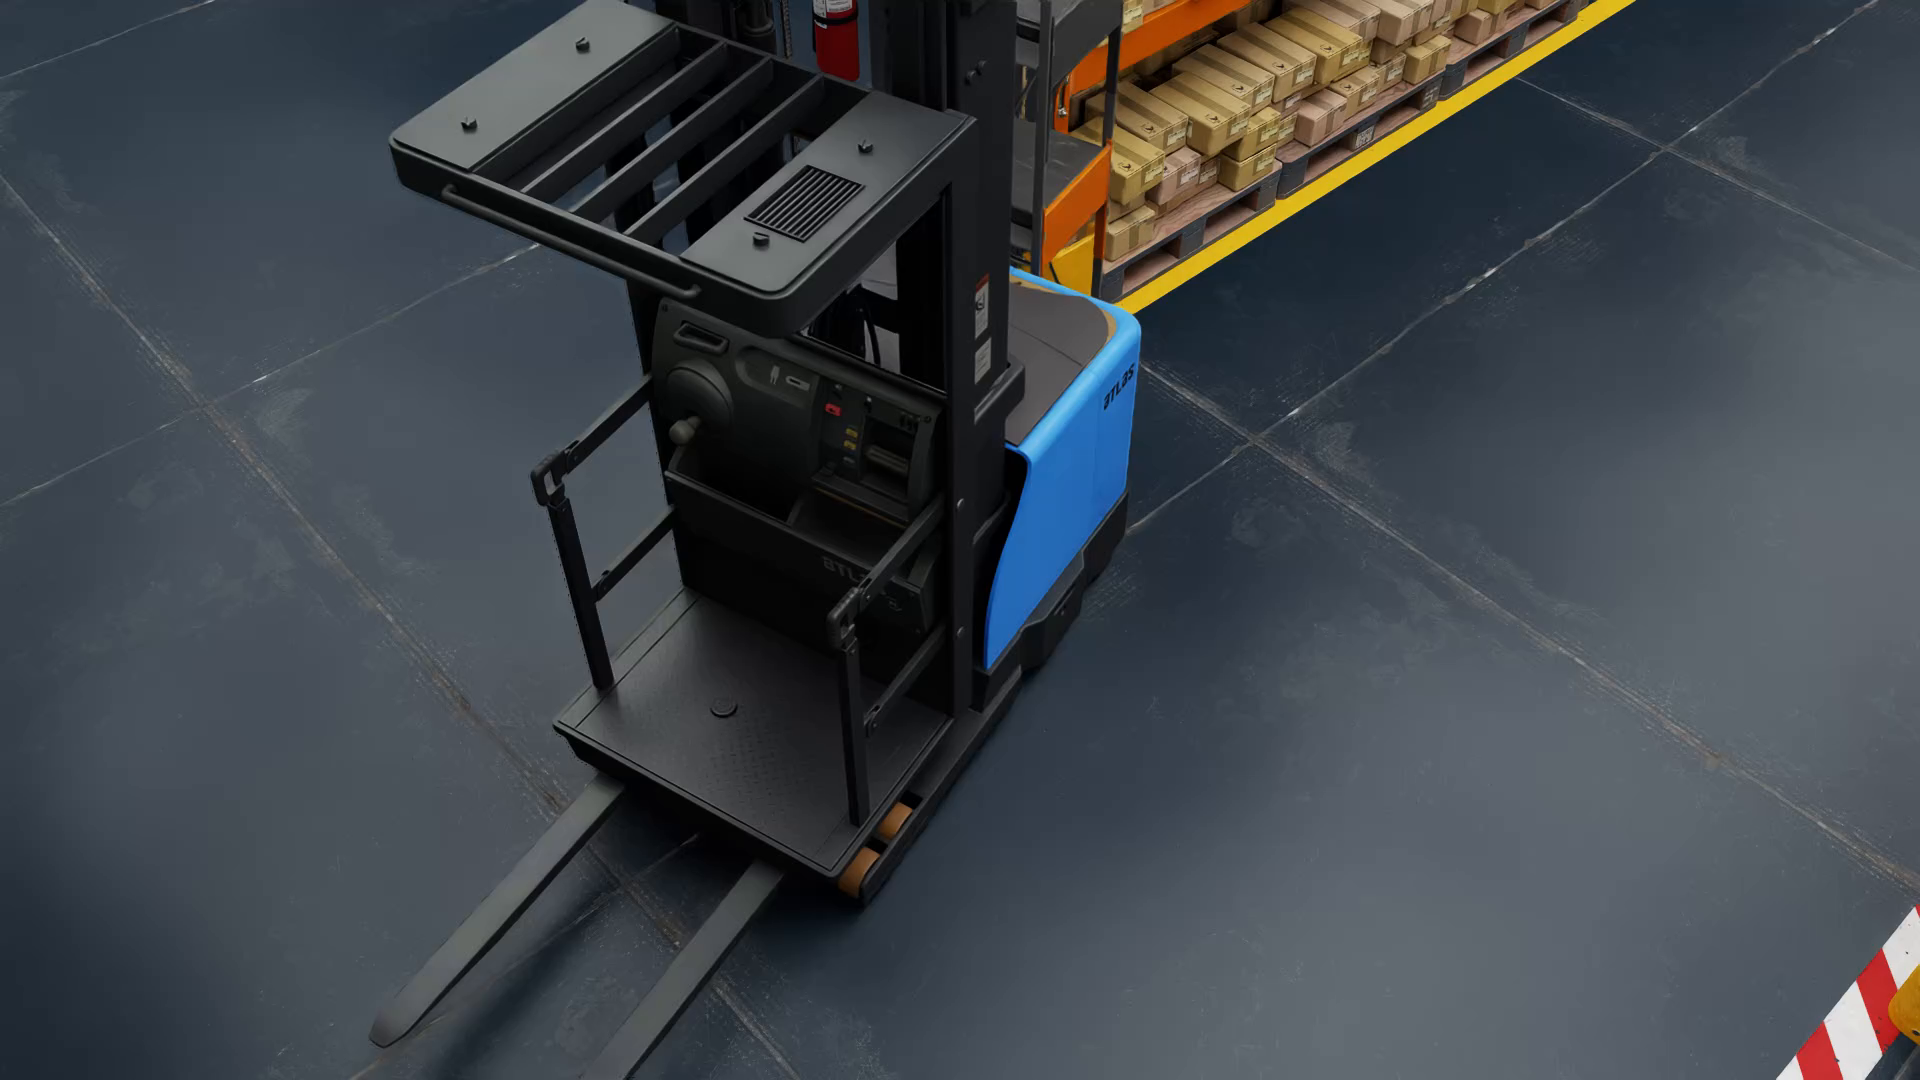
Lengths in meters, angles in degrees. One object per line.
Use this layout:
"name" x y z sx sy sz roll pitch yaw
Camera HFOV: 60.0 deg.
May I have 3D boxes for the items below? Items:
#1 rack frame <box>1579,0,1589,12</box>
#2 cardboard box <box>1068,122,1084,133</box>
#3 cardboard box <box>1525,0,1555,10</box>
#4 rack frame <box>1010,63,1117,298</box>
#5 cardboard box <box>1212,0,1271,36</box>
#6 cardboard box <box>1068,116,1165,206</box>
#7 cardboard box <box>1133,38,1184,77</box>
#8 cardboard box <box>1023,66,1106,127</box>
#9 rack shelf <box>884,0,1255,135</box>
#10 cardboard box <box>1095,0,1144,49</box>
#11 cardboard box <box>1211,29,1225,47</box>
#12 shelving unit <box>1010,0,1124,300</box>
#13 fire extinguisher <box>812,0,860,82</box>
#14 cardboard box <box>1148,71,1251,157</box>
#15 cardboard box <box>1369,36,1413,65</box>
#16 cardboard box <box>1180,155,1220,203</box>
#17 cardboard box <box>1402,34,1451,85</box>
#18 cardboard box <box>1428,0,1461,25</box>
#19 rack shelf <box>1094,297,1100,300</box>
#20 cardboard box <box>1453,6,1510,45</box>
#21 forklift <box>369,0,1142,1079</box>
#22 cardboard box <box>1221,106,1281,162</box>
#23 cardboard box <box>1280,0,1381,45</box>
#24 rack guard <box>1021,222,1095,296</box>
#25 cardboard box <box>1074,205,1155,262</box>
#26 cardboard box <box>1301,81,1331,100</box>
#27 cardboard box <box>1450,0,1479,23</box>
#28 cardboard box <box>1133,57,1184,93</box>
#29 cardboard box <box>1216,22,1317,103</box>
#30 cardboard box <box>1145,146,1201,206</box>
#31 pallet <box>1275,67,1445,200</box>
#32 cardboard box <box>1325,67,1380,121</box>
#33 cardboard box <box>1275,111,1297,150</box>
"rack frame" 2.969 -4.105 7.997 0.127 3.000 1.000 -34 56 -27
"cardboard box" 0.438 -1.920 7.432 0.250 0.149 0.380 -35 56 -28
"cardboard box" 2.908 -2.902 8.541 0.250 0.149 0.380 -33 55 -27
"rack frame" 0.358 -1.307 6.027 0.400 2.100 0.015 24 52 21
"cardboard box" 1.227 -2.521 7.785 0.250 0.149 0.380 -36 57 -28
"cardboard box" 0.626 -1.579 6.916 0.250 0.149 0.380 -36 57 -29
"cardboard box" 0.796 -2.288 7.570 0.250 0.149 0.380 -36 57 -28
"cardboard box" 0.455 -1.998 7.301 0.250 0.149 0.380 -33 55 -26
"rack shelf" 1.489 -2.873 7.349 4.000 0.370 1.077 -34 56 -27
"cardboard box" 0.470 -2.024 6.248 0.250 0.149 0.380 -34 56 -27
"cardboard box" 1.168 -2.458 7.929 0.250 0.149 0.380 -31 55 -25
"shelving unit" 0.231 -1.154 5.886 0.431 2.100 0.503 24 52 21
"fire extinguisher" -0.487 -2.101 6.454 0.183 0.674 0.296 -34 56 -27
"cardboard box" 1.022 -1.836 7.152 0.250 0.149 0.380 -34 56 -27
"cardboard box" 1.933 -2.442 7.914 0.380 0.149 0.250 36 57 29
"cardboard box" 0.930 -1.689 7.421 0.250 0.149 0.380 -33 55 -27
"cardboard box" 2.143 -2.390 8.068 0.250 0.149 0.380 -34 56 -27
"cardboard box" 2.157 -2.620 7.876 0.380 0.149 0.250 36 57 29
"rack shelf" 0.230 -0.670 6.410 0.431 0.518 0.480 24 52 21
"cardboard box" 2.508 -2.653 8.311 0.250 0.149 0.380 -36 57 -28
"forklift" -0.583 -0.268 4.503 1.130 2.935 3.031 24 52 21
"cardboard box" 1.195 -1.865 7.382 0.250 0.149 0.380 -32 55 -26
"cardboard box" 1.708 -2.417 7.689 0.250 0.149 0.380 -34 56 -27
"rack guard" 0.066 -1.318 7.126 0.348 0.500 1.175 -34 56 -27
"cardboard box" 0.613 -1.388 7.144 0.250 0.149 0.380 -33 55 -26
"cardboard box" 1.500 -2.205 7.695 0.250 0.149 0.380 -31 54 -25
"cardboard box" 2.320 -2.700 8.152 0.250 0.149 0.380 -33 55 -27
"cardboard box" 0.860 -2.155 7.649 0.250 0.149 0.380 -34 56 -28
"cardboard box" 1.361 -2.136 7.429 0.250 0.149 0.380 -32 55 -26
"cardboard box" 0.811 -1.628 7.163 0.250 0.149 0.380 -34 56 -27
"pallet" 1.593 -2.202 8.138 1.213 0.211 1.003 -34 56 -27
"cardboard box" 1.748 -2.160 7.856 0.250 0.149 0.380 -34 56 -27
"cardboard box" 1.318 -1.933 7.647 0.250 0.149 0.380 -34 56 -27
